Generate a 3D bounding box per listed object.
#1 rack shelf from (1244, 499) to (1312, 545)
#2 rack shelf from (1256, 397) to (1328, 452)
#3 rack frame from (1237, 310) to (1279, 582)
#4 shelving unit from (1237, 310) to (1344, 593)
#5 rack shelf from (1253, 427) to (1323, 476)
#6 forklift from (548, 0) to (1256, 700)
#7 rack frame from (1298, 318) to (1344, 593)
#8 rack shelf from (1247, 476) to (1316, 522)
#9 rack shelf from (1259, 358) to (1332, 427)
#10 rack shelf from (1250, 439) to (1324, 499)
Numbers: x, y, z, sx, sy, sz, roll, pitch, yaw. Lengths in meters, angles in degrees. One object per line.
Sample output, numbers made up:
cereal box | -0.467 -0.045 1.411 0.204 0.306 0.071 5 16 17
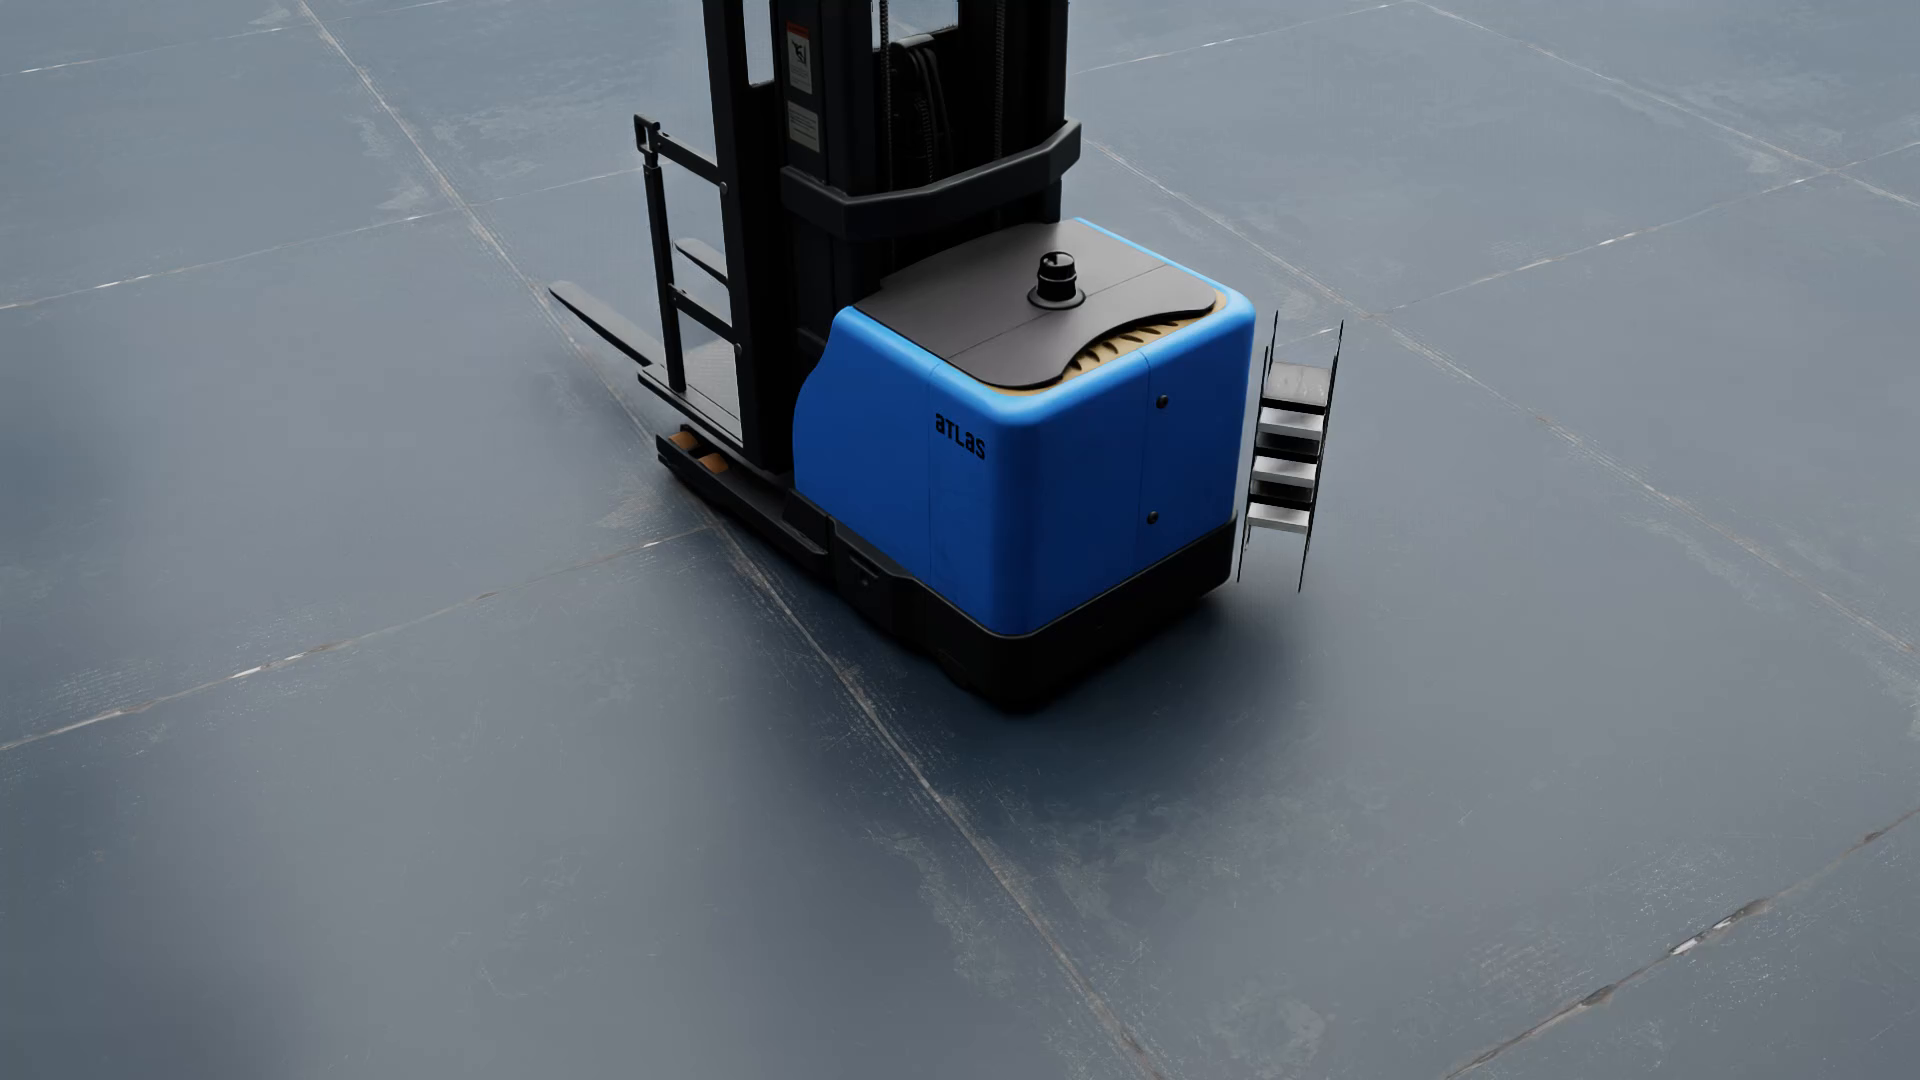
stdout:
rack shelf | 1.059 -0.101 5.488 0.200 0.077 0.258 10 37 13
rack shelf | 1.059 -0.392 5.275 0.200 0.077 0.258 10 37 13
rack frame | 0.962 -0.291 5.385 0.006 0.900 0.240 10 37 13
shelving unit | 1.059 -0.274 5.362 0.210 0.900 0.258 10 37 13
rack shelf | 1.059 -0.319 5.328 0.200 0.077 0.258 10 37 13
forklift | -0.447 -1.498 5.316 1.130 2.935 3.031 -27 44 -32
rack frame | 1.157 -0.257 5.339 0.006 0.900 0.240 10 37 13
rack shelf | 1.059 -0.174 5.435 0.200 0.077 0.258 10 37 13
rack shelf | 1.059 -0.465 5.222 0.200 0.077 0.258 10 37 13
rack shelf | 1.059 -0.247 5.381 0.200 0.077 0.258 10 37 13
